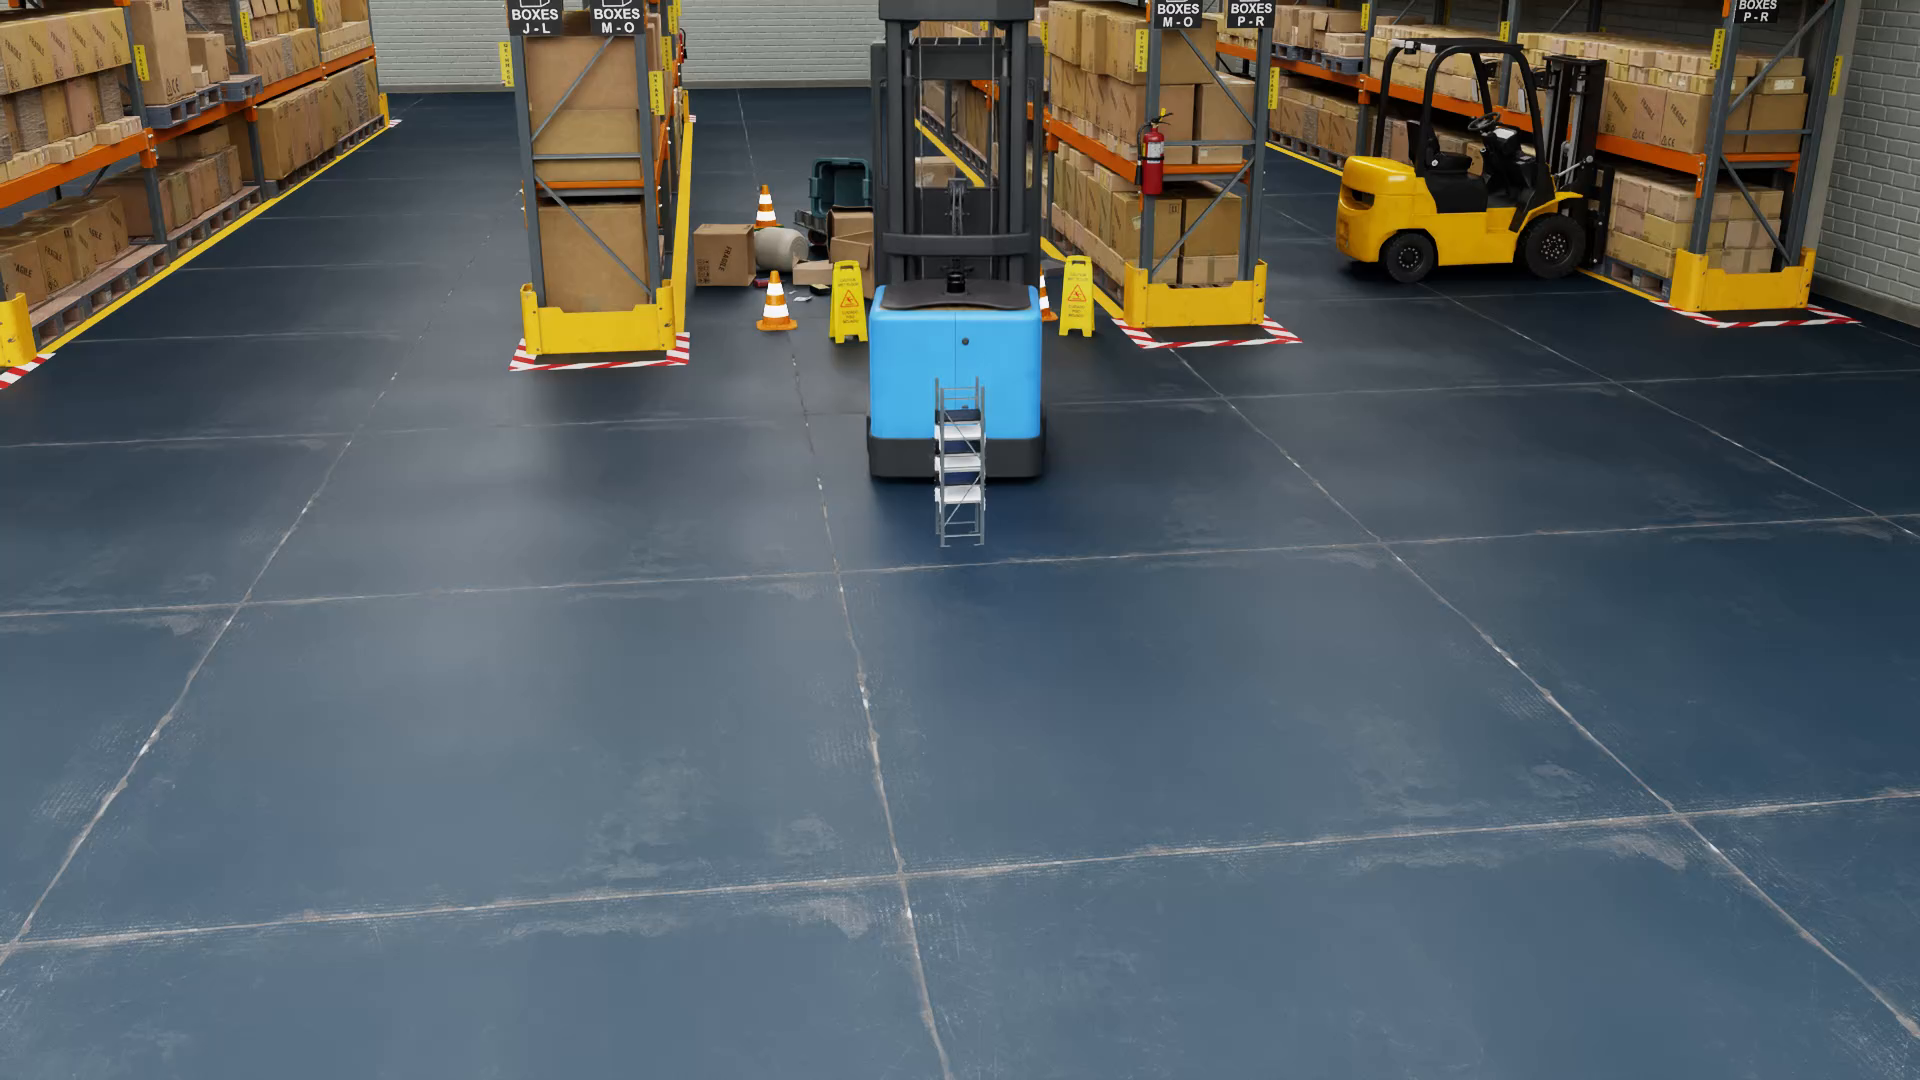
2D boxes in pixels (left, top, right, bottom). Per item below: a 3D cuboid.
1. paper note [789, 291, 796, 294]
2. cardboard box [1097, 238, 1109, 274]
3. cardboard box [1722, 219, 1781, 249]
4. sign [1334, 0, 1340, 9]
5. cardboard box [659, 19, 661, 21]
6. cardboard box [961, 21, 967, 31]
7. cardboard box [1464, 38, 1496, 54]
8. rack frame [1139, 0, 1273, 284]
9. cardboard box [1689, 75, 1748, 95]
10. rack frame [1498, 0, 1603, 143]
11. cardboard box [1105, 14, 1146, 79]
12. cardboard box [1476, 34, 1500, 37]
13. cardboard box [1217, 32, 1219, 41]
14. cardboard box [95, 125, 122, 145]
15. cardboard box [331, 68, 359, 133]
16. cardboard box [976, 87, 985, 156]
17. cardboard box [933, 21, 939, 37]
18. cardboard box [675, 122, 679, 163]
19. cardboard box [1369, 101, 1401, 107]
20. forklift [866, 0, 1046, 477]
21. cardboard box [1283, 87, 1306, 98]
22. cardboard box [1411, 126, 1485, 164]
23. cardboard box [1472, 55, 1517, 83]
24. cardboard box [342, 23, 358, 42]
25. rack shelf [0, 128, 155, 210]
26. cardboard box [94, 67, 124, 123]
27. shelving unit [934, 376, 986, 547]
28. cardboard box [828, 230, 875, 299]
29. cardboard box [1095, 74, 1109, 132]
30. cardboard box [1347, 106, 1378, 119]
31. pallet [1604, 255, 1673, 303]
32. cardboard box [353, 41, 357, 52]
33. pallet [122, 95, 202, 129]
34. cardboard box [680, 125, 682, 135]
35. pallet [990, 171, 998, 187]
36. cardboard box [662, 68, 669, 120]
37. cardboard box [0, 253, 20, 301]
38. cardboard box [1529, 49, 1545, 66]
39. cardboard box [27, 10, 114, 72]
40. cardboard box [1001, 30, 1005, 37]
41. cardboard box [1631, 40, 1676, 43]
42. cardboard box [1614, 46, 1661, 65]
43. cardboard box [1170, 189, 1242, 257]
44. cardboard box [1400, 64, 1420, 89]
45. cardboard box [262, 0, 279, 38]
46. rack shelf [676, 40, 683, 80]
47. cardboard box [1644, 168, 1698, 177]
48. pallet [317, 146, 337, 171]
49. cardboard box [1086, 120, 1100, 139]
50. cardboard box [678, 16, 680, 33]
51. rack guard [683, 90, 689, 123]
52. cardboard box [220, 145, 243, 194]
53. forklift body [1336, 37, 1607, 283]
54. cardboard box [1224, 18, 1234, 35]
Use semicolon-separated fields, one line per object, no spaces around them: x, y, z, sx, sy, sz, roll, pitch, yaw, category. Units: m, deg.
-1.541;-2.281;15.310;0.032;0.001;0.123;8;22;20;paper note
1.556;-2.602;15.225;0.500;0.250;0.500;-3;21;-8;cardboard box
7.054;-2.815;15.081;0.500;0.250;0.500;-3;21;-7;cardboard box
5.735;-8.225;25.297;0.100;0.325;0.005;-3;21;-8;sign
-4.170;-6.895;22.298;0.380;0.149;0.250;-4;21;-10;cardboard box
0.306;-7.223;22.697;0.500;0.500;0.500;-3;21;-9;cardboard box
5.863;-5.602;18.858;0.380;0.149;0.250;-4;21;-9;cardboard box
2.005;-3.247;13.624;1.000;3.000;0.127;-3;21;-8;rack frame
6.589;-3.956;14.450;0.380;0.149;0.250;-3;21;-7;cardboard box
6.340;-4.884;18.005;1.000;3.000;0.127;-3;21;-8;rack frame
1.650;-4.243;14.293;0.700;0.500;0.500;-3;21;-7;cardboard box
6.328;-5.897;19.649;0.380;0.149;0.250;-3;21;-7;cardboard box
4.516;-8.528;28.121;0.380;0.149;0.250;-2;21;-6;cardboard box
-7.906;-3.698;15.188;0.380;0.149;0.250;-3;21;-8;cardboard box
-9.677;-6.648;25.165;0.875;0.875;0.875;-3;21;-8;cardboard box
0.710;-5.771;22.817;0.875;0.875;0.875;-3;21;-7;cardboard box
-0.124;-7.775;25.602;0.500;0.500;0.500;-3;21;-9;cardboard box
-3.957;-5.190;21.797;0.500;0.500;0.500;-3;21;-7;cardboard box
5.870;-5.970;22.959;0.380;0.149;0.250;-3;21;-7;cardboard box
-0.015;-2.215;10.957;1.130;2.935;3.031;0;20;0;forklift
5.092;-6.754;25.057;0.380;0.149;0.250;-3;21;-9;cardboard box
6.039;-4.678;20.247;0.875;0.625;0.625;-4;21;-10;cardboard box
6.016;-5.205;18.365;0.500;0.250;0.500;-3;21;-9;cardboard box
-9.629;-7.850;25.736;0.500;0.250;0.500;-4;21;-10;cardboard box
-8.090;-3.103;14.265;1.077;0.370;4.000;-3;21;-8;rack shelf
-8.374;-4.160;15.498;0.875;0.500;0.500;-3;21;-8;cardboard box
-0.001;-0.424;9.066;0.258;0.900;0.210;-3;21;-8;shelving unit
-0.753;-2.558;15.347;0.637;0.503;0.797;17;27;39;cardboard box
1.518;-3.955;14.949;0.500;0.500;0.500;-3;21;-8;cardboard box
5.441;-5.757;22.387;0.380;0.149;0.250;-4;21;-10;cardboard box
6.765;-2.455;15.488;1.003;0.211;1.213;-3;21;-8;pallet
-9.544;-7.620;25.689;0.380;0.149;0.250;-3;21;-8;cardboard box
-8.344;-4.315;16.755;1.003;0.211;1.213;-3;21;-8;pallet
-4.343;-6.121;24.792;0.380;0.149;0.250;-4;21;-10;cardboard box
0.963;-4.440;20.803;1.003;0.211;1.213;-3;21;-8;pallet
-3.265;-4.590;17.076;0.500;0.500;0.500;-3;21;-7;cardboard box
-7.875;-1.990;13.230;0.500;0.500;0.500;1;20;2;cardboard box
6.164;-5.021;17.303;0.380;0.149;0.250;-2;21;-6;cardboard box
-7.967;-4.472;14.906;0.500;0.500;0.500;-3;21;-8;cardboard box
0.770;-6.053;19.966;0.500;0.500;0.500;-2;21;-5;cardboard box
6.838;-4.834;16.376;0.380;0.149;0.250;-3;21;-8;cardboard box
6.373;-4.539;15.587;0.380;0.149;0.250;-3;21;-7;cardboard box
2.159;-2.809;14.707;0.500;0.500;0.500;-4;21;-10;cardboard box
5.734;-5.680;20.352;0.500;0.250;0.500;-4;21;-10;cardboard box
-9.238;-6.746;21.414;0.797;0.503;0.637;-2;21;-6;cardboard box
-4.897;-7.473;25.965;1.077;0.370;4.000;-3;21;-8;rack shelf
6.897;-3.398;15.929;0.500;0.250;0.500;-3;21;-8;cardboard box
-9.345;-5.333;23.192;1.003;0.211;1.213;-3;21;-8;pallet
1.396;-3.860;15.623;0.380;0.149;0.250;-3;21;-8;cardboard box
-4.866;-8.546;27.242;0.500;0.500;0.500;-2;21;-7;cardboard box
-5.174;-7.305;28.060;1.175;0.500;0.348;-3;21;-8;rack guard
-8.838;-4.322;19.443;0.700;0.500;0.500;-4;21;-11;cardboard box
4.838;-3.666;15.957;2.313;2.155;1.214;-3;21;-8;forklift body
4.653;-8.411;27.239;0.500;0.250;0.500;-3;21;-9;cardboard box
